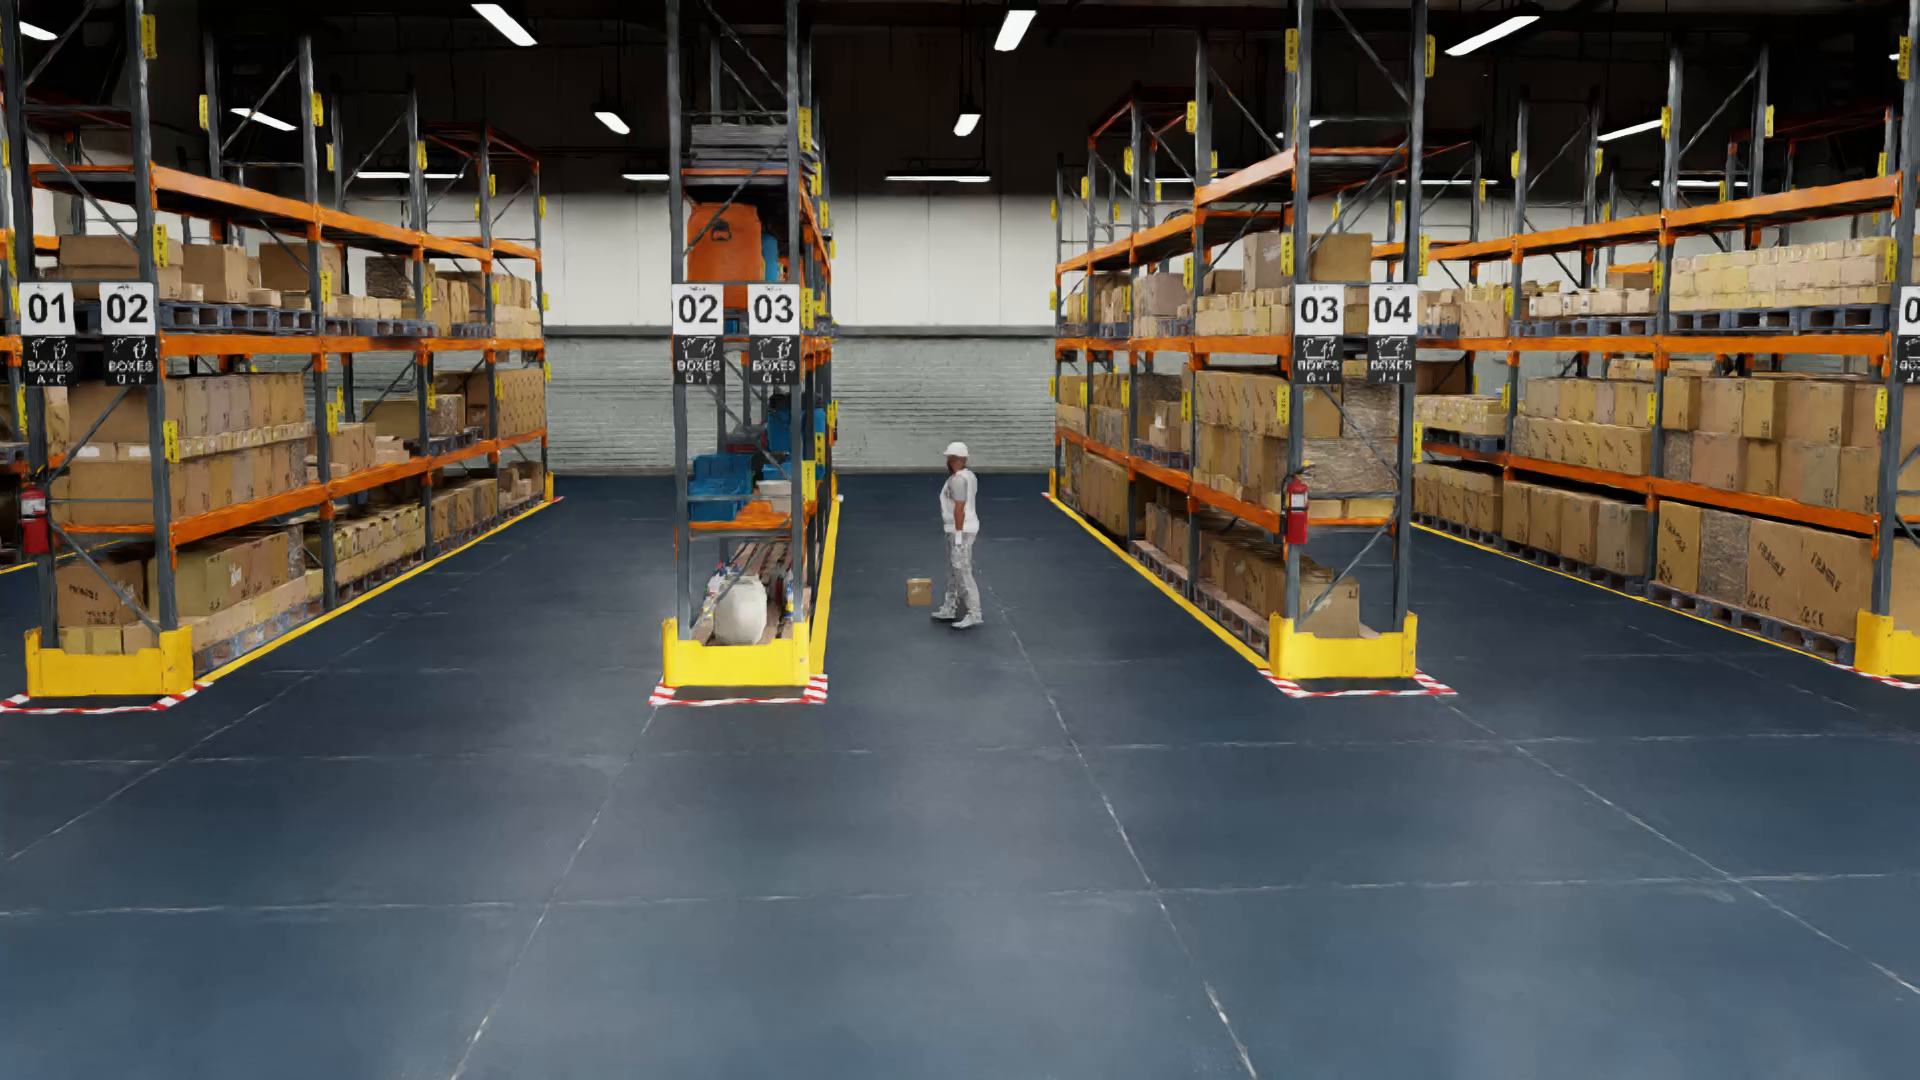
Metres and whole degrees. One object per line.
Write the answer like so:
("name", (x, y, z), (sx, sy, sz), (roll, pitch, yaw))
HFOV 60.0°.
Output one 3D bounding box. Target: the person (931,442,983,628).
("person", (-0.018, -0.065, 16.196), (0.568, 1.779, 0.660), (1, 7, 8))
